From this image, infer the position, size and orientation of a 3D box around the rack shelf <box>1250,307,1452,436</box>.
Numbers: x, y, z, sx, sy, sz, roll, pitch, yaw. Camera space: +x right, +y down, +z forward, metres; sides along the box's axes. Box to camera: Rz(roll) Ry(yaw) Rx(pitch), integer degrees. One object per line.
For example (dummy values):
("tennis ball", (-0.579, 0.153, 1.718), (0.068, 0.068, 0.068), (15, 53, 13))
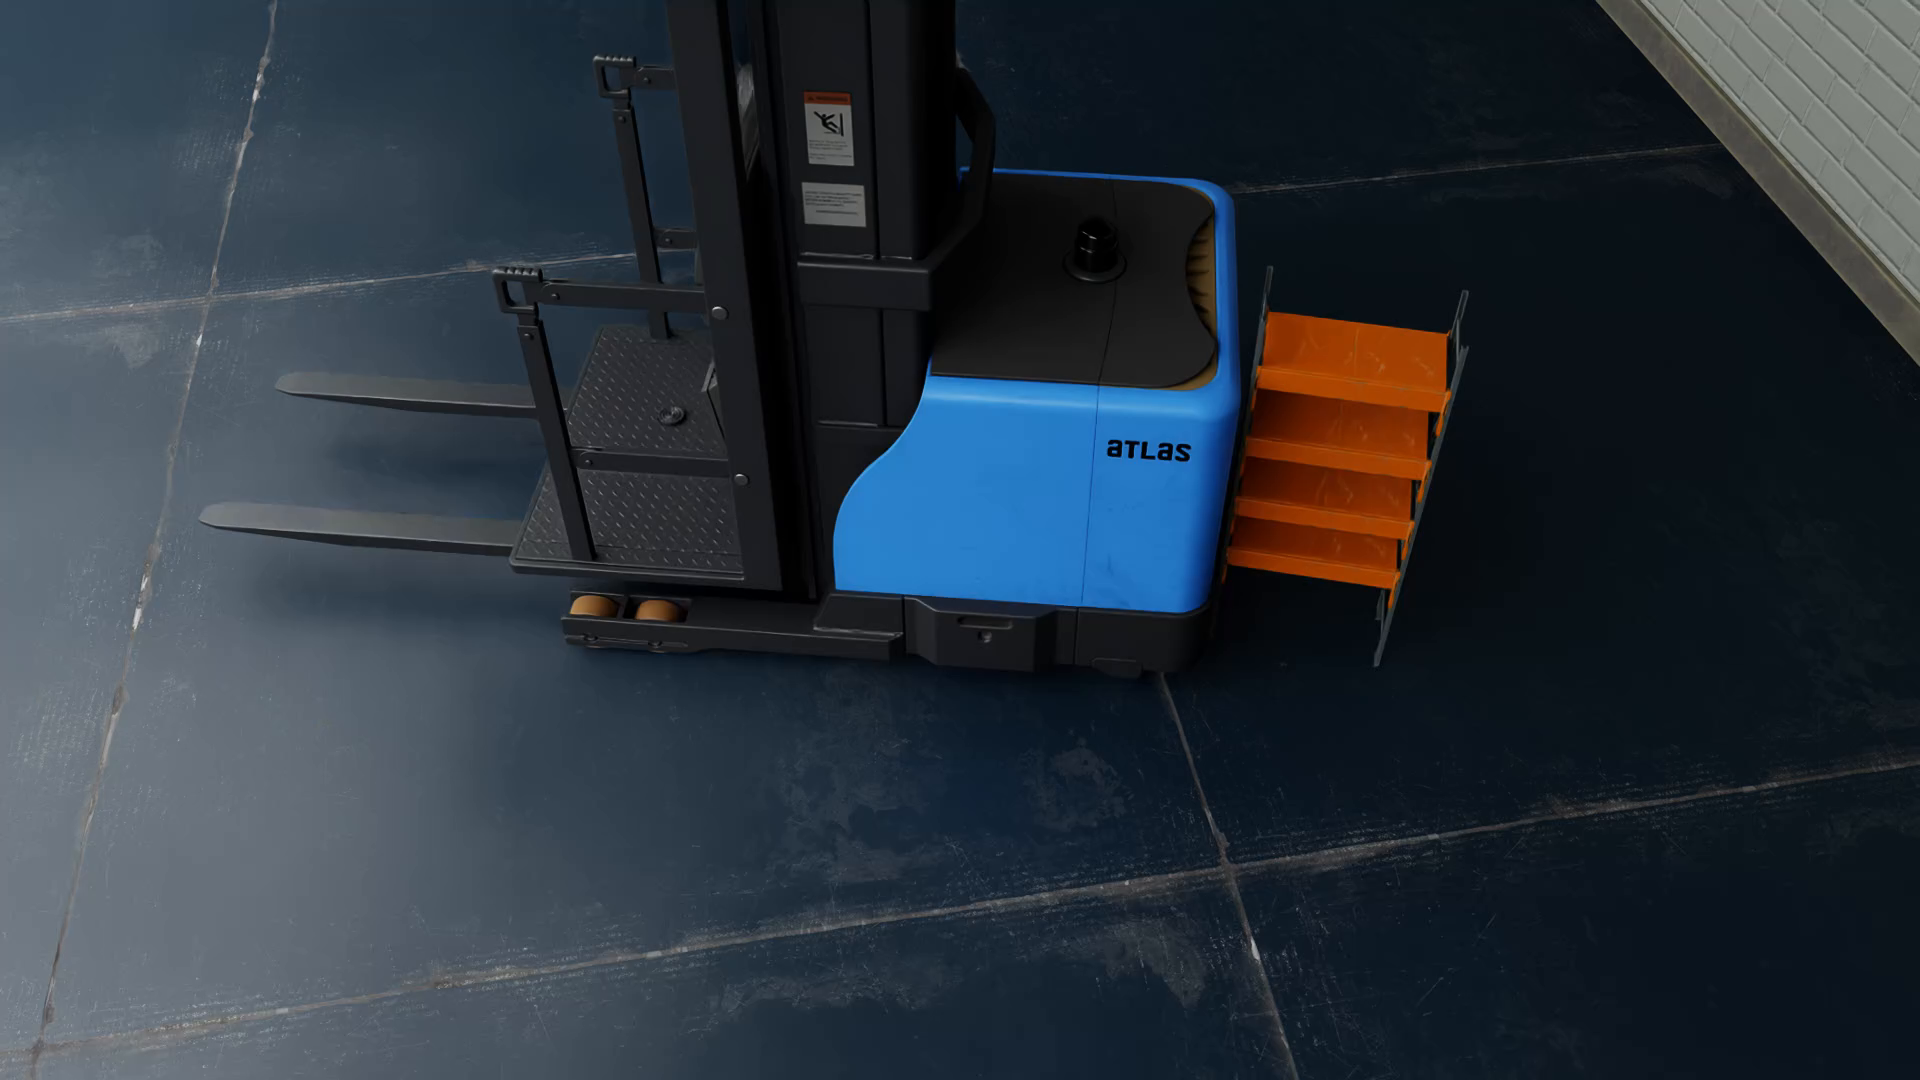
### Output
("rack shelf", (1.010, -0.438, 4.293), (0.480, 0.148, 0.258), (9, 47, 8))

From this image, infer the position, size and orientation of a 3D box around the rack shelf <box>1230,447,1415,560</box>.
("rack shelf", (1.010, -0.118, 4.624), (0.480, 0.148, 0.258), (9, 47, 8))

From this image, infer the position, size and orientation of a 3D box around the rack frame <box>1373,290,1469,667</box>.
("rack frame", (1.249, -0.129, 4.541), (0.015, 1.200, 0.240), (9, 47, 8))

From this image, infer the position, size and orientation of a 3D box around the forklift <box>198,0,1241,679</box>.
("forklift", (-0.753, -1.058, 4.234), (3.031, 2.935, 1.130), (4, 46, 4))

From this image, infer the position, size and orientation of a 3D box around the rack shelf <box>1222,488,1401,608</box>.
("rack shelf", (1.010, 0.019, 4.767), (0.480, 0.148, 0.258), (9, 47, 8))

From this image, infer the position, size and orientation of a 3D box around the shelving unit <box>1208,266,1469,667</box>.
("shelving unit", (1.010, -0.165, 4.576), (0.503, 1.200, 0.258), (9, 47, 8))

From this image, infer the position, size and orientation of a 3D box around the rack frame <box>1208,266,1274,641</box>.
("rack frame", (0.772, -0.202, 4.611), (0.015, 1.200, 0.240), (9, 47, 8))

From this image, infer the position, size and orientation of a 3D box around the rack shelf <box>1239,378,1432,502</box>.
("rack shelf", (1.010, -0.274, 4.463), (0.480, 0.148, 0.258), (9, 47, 8))
